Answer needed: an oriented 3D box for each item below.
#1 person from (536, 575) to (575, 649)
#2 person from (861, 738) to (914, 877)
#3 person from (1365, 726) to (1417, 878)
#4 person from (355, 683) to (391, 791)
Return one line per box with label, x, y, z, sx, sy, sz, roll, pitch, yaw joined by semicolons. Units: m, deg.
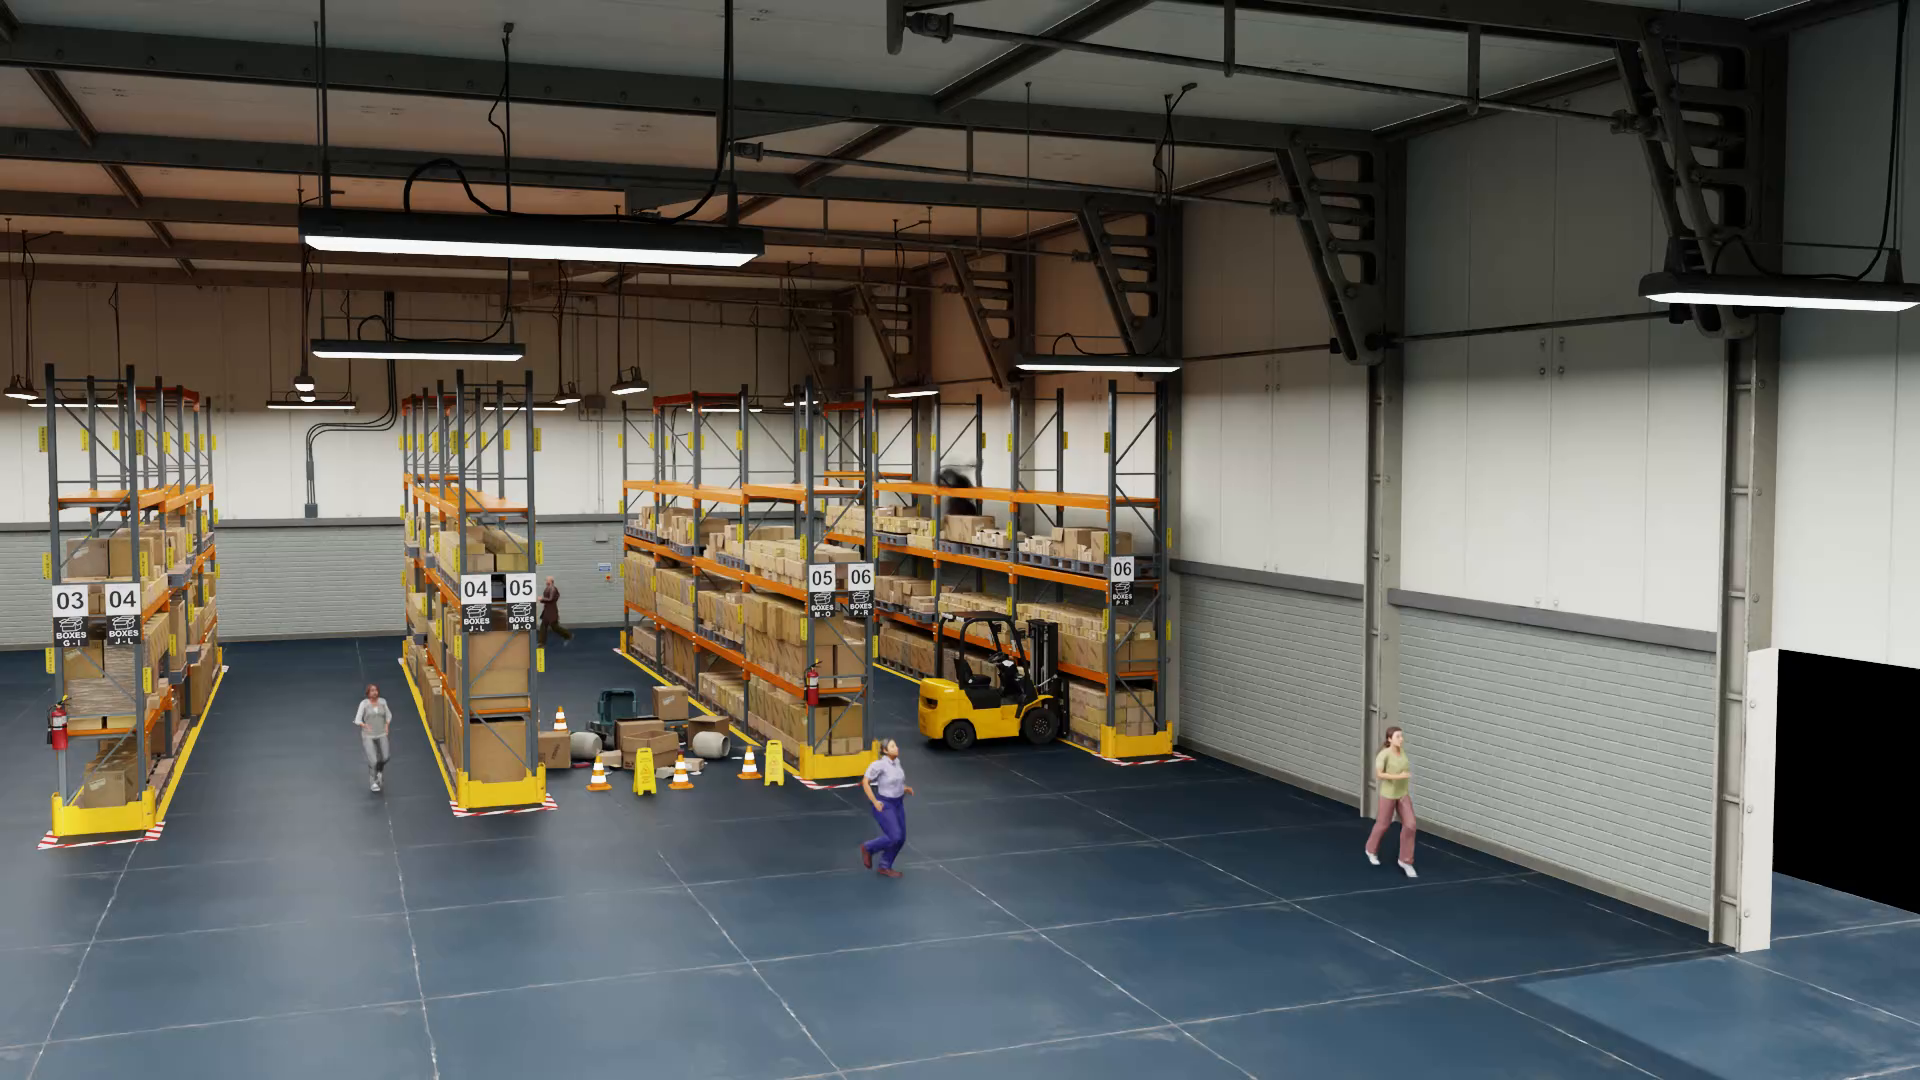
person;-9.866;1.734;40.218;1.049;1.761;0.704;-2;4;-26
person;-0.824;3.085;19.176;0.559;1.612;0.634;2;4;29
person;5.024;3.027;19.409;0.564;1.737;0.780;-2;4;-24
person;-8.384;2.827;23.845;0.529;1.554;0.549;-2;4;-33
